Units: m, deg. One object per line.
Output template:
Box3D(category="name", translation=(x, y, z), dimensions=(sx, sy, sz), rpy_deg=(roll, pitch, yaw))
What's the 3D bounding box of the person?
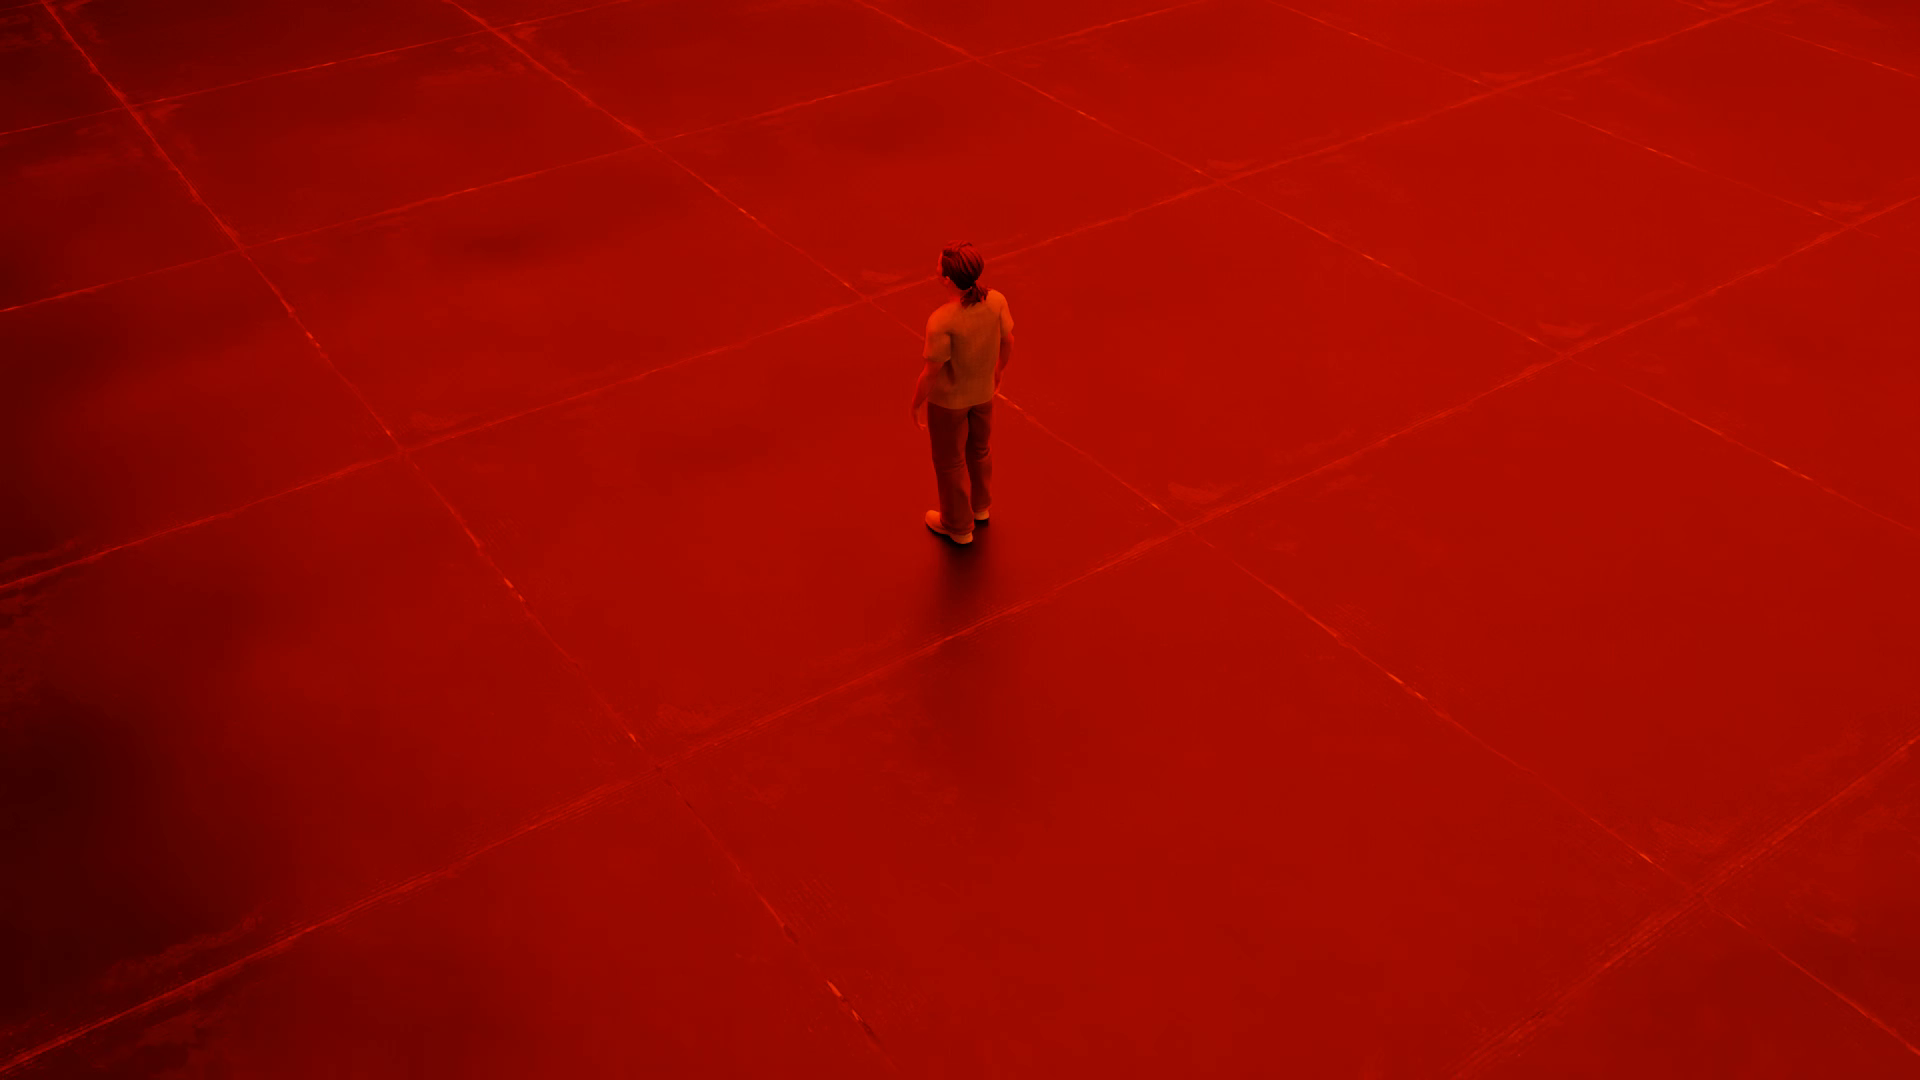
Box3D(category="person", translation=(-0.034, -0.720, 7.961), dimensions=(0.553, 1.673, 0.548), rpy_deg=(-23, 42, -28))
